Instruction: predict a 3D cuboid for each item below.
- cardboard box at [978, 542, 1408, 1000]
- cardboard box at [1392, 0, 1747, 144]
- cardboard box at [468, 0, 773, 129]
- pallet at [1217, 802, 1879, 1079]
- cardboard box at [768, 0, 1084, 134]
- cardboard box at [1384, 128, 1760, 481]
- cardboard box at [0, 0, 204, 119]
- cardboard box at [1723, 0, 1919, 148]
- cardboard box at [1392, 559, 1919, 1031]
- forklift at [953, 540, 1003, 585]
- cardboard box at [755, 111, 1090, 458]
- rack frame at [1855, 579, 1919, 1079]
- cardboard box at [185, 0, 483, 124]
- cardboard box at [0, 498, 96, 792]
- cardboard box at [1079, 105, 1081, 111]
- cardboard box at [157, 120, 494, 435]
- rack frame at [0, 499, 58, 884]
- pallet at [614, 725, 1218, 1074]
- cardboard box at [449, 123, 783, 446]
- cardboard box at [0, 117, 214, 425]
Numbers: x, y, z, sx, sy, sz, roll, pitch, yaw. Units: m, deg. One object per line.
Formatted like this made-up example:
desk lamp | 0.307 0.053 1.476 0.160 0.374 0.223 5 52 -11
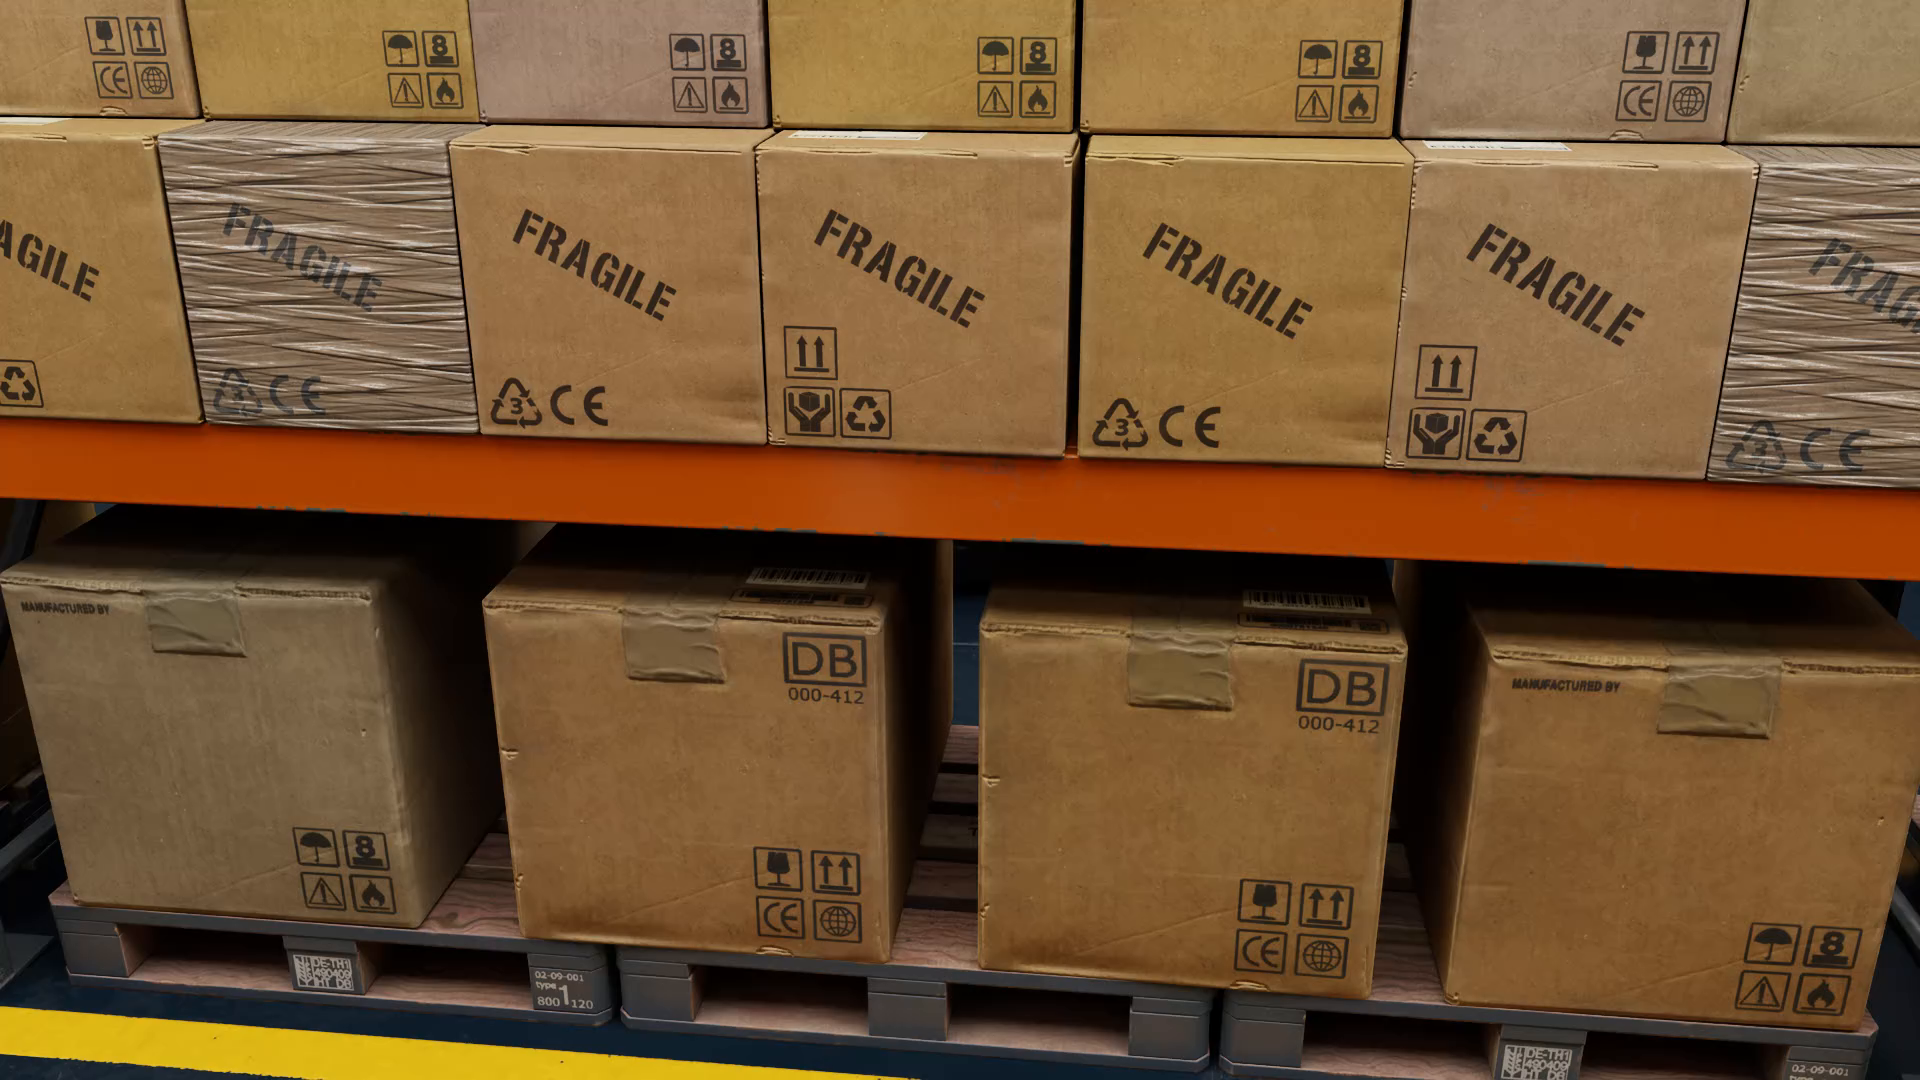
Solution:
cardboard box | 0.475 0.320 3.539 0.750 0.750 1.050 3 22 7
cardboard box | 0.990 -0.991 2.871 0.500 0.500 0.700 2 22 6
cardboard box | -0.528 -1.057 3.037 0.500 0.500 0.700 3 22 7
pallet | 1.163 0.800 3.629 1.213 0.211 1.003 2 22 6
cardboard box | -0.027 -1.034 2.981 0.500 0.500 0.700 2 22 6
cardboard box | 0.963 -0.425 2.799 0.500 0.500 0.500 2 22 6
cardboard box | -1.541 -1.100 3.147 0.500 0.500 0.700 2 22 5
cardboard box | 1.493 -0.970 2.817 0.500 0.500 0.700 2 22 6
cardboard box | -0.886 -0.771 5.633 5.693 1.239 5.455 2 22 6
forklift | 1.922 -2.608 8.550 7.733 2.935 5.949 -8 23 -20
cardboard box | -0.043 -0.467 2.906 0.500 0.500 0.500 3 22 7
rack frame | 1.937 -0.435 2.961 0.127 3.000 1.000 2 22 6
cardboard box | -1.030 -1.079 3.093 0.500 0.500 0.700 2 22 5
cardboard box | -2.651 0.132 3.845 0.875 0.875 0.875 3 22 7
cardboard box | 0.023 -0.665 3.406 0.500 0.500 0.500 2 22 6
cardboard box | -1.043 -0.512 3.019 0.500 0.500 0.500 3 22 7
rack frame | -2.035 -0.609 3.401 0.053 2.616 0.949 2 22 6
pallet | -0.045 0.746 3.765 1.213 0.211 1.003 2 22 6
cardboard box | -0.547 -0.489 2.962 0.500 0.500 0.500 2 22 6
cardboard box | -1.544 -0.534 3.074 0.500 0.500 0.500 3 22 7
